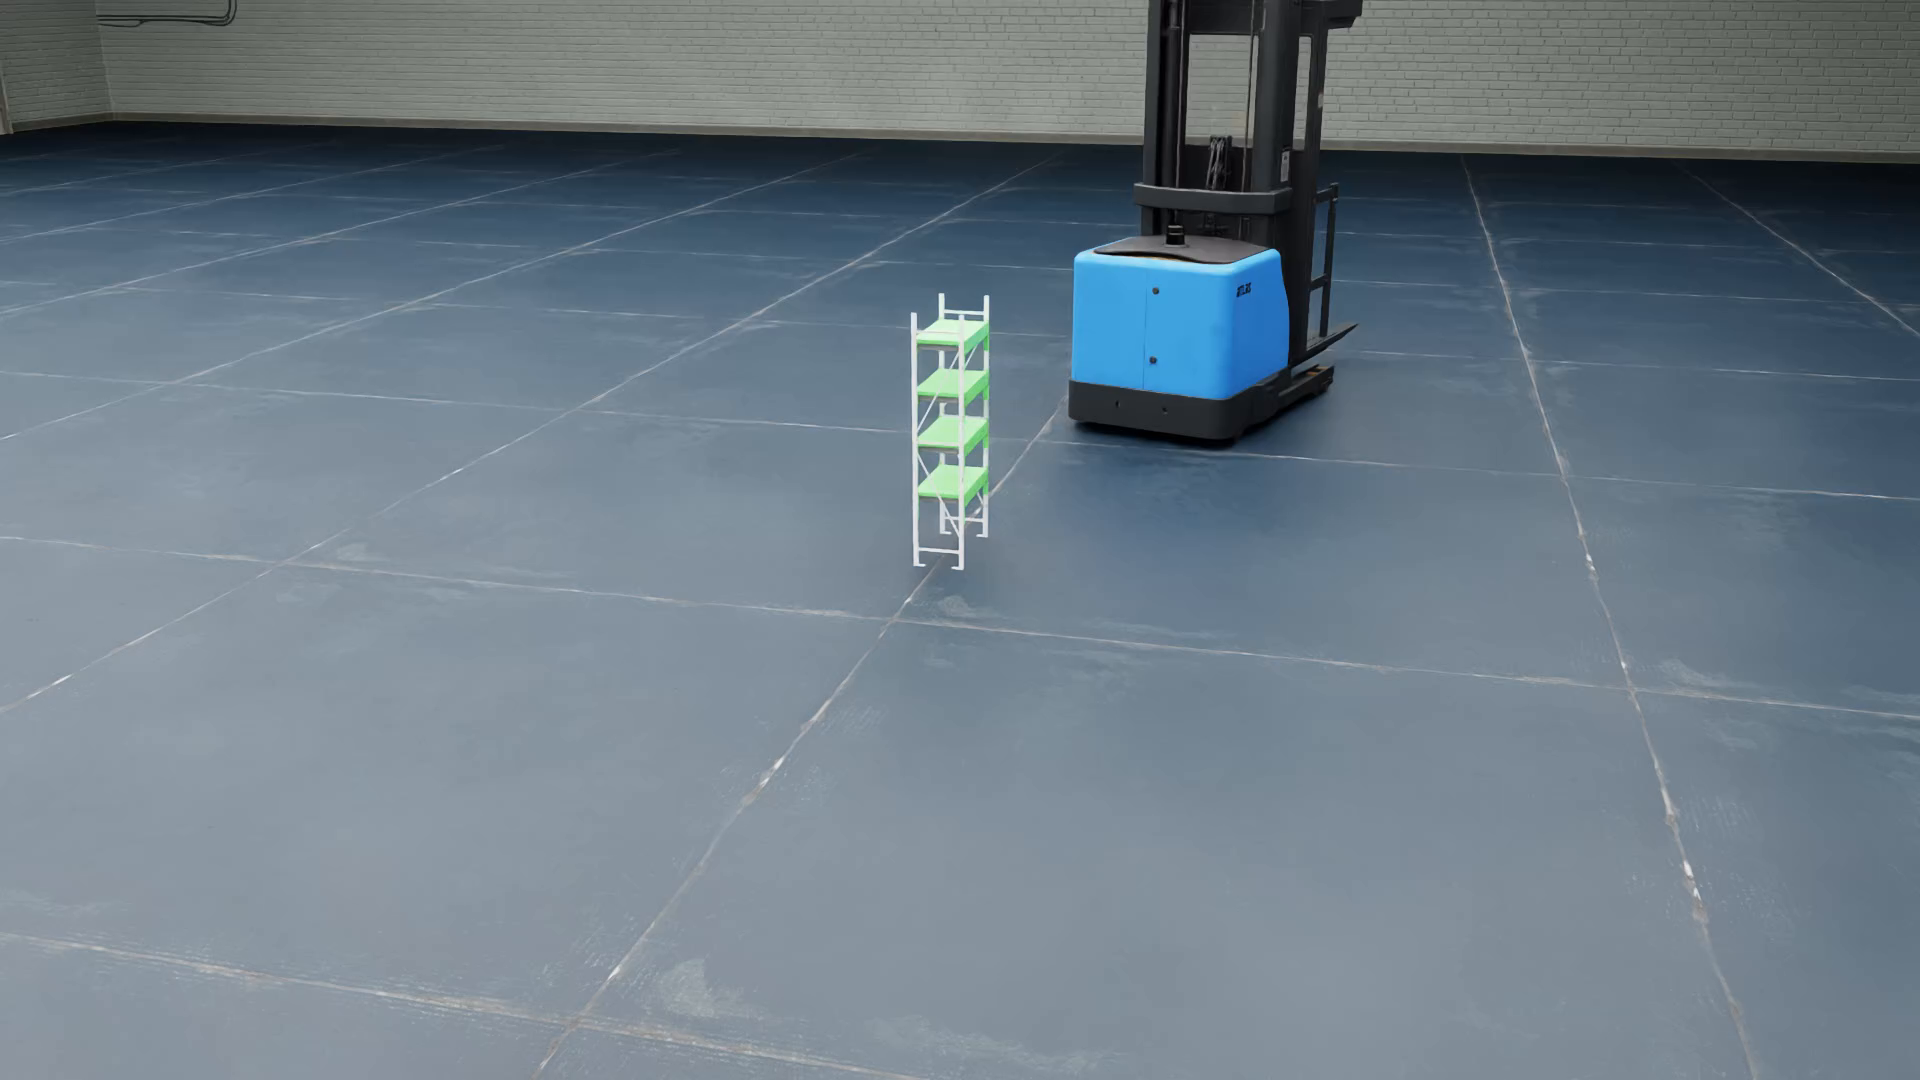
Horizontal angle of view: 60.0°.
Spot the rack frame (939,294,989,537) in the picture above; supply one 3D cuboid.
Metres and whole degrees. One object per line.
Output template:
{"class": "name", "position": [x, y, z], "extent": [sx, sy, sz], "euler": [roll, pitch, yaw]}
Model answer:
{"class": "rack frame", "position": [0.019, -0.592, 8.066], "extent": [0.240, 1.200, 0.015], "euler": [5, 19, 13]}

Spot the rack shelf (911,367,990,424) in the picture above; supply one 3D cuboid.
{"class": "rack shelf", "position": [-0.040, -0.683, 7.785], "extent": [0.258, 0.148, 0.480], "euler": [5, 19, 13]}

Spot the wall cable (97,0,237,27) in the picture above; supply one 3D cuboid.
{"class": "wall cable", "position": [-14.562, -10.586, 30.062], "extent": [3.097, 2.526, 0.112], "euler": [5, 19, 13]}

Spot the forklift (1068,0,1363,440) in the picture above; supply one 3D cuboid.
{"class": "forklift", "position": [1.845, -2.398, 10.673], "extent": [1.130, 2.935, 3.031], "euler": [11, 22, 29]}

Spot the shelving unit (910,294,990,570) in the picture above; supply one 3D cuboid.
{"class": "shelving unit", "position": [-0.040, -0.516, 7.842], "extent": [0.258, 1.200, 0.503], "euler": [5, 19, 13]}

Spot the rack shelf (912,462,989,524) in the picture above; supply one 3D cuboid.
{"class": "rack shelf", "position": [-0.040, -0.228, 7.940], "extent": [0.258, 0.148, 0.480], "euler": [5, 19, 13]}

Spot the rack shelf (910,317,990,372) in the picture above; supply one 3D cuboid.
{"class": "rack shelf", "position": [-0.040, -0.910, 7.707], "extent": [0.258, 0.148, 0.480], "euler": [5, 19, 13]}

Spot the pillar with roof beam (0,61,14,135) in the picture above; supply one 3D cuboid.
{"class": "pillar with roof beam", "position": [-12.390, -10.896, 26.167], "extent": [9.100, 9.000, 0.400], "euler": [5, 19, 13]}

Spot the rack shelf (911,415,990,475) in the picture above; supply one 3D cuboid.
{"class": "rack shelf", "position": [-0.040, -0.455, 7.862], "extent": [0.258, 0.148, 0.480], "euler": [5, 19, 13]}

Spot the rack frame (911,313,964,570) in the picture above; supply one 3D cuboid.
{"class": "rack frame", "position": [-0.100, -0.439, 7.618], "extent": [0.240, 1.200, 0.015], "euler": [5, 19, 13]}
